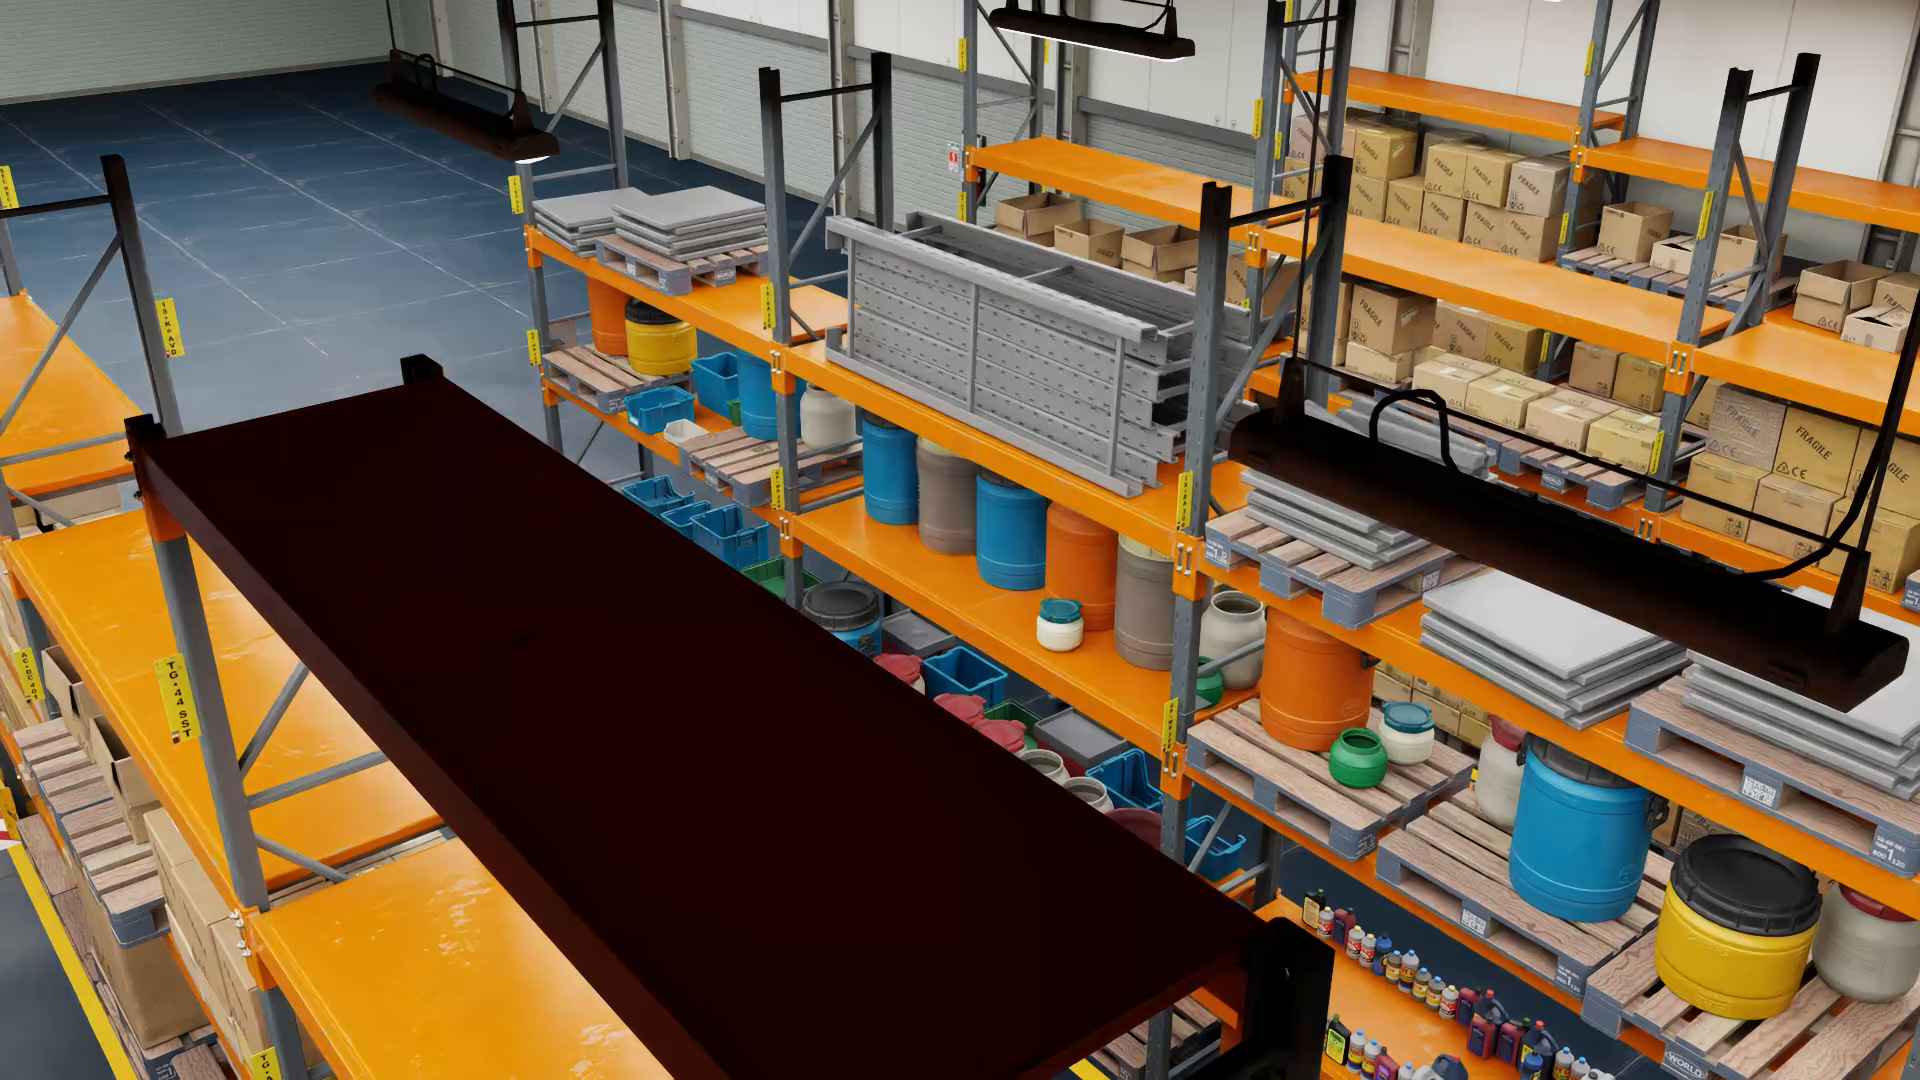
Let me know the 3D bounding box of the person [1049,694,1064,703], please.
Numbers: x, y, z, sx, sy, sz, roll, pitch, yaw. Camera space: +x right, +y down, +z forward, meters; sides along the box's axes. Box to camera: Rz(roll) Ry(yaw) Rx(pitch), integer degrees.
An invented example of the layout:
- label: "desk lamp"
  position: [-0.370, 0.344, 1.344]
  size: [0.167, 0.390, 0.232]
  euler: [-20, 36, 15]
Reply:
- label: "person"
  position: [1.060, 0.766, 14.745]
  size: [0.675, 1.816, 0.728]
  euler: [-23, 34, -39]
